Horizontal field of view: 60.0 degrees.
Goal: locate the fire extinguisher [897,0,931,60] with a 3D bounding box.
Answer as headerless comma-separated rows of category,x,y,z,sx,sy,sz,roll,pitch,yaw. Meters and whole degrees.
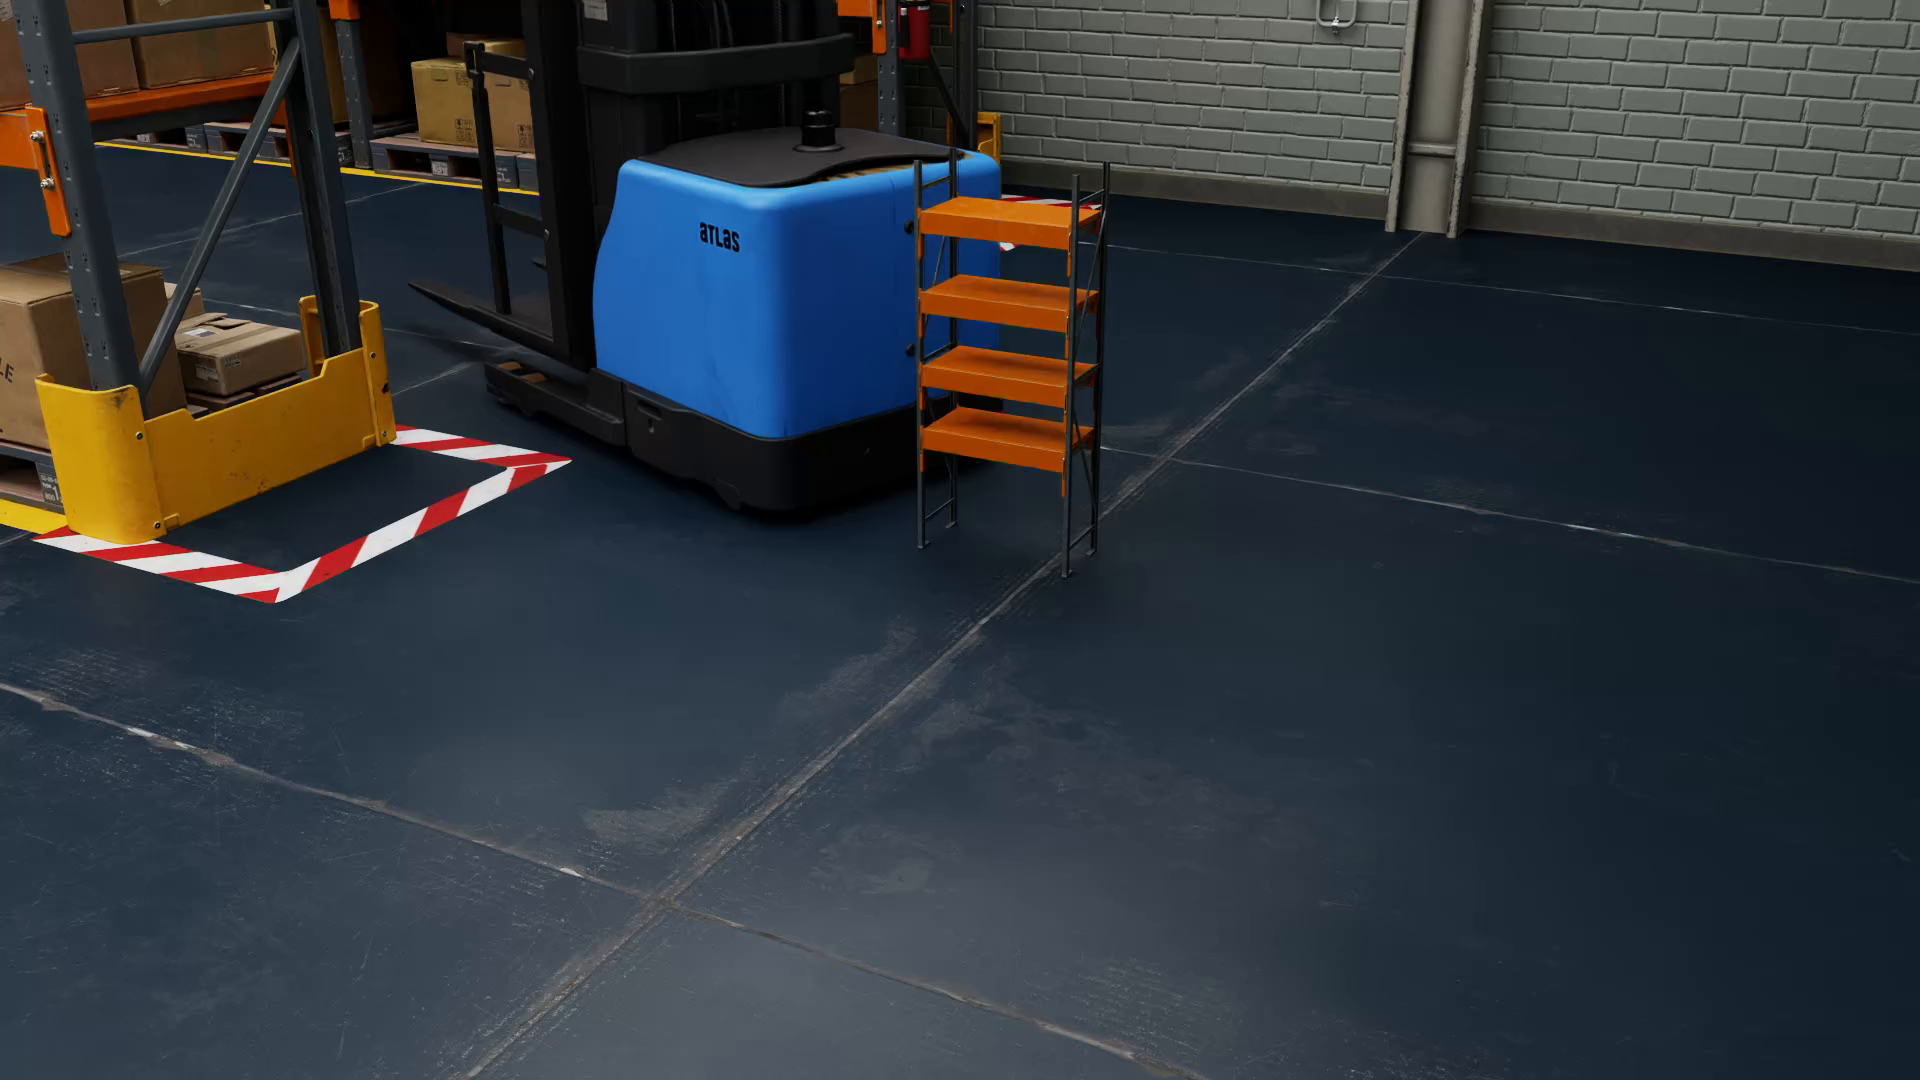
fire extinguisher,-0.246,-2.912,8.840,0.183,0.674,0.296,11,25,25

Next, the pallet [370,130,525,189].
pallet,-3.098,-2.569,11.021,1.213,0.211,1.003,11,25,25

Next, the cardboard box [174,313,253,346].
cardboard box,-2.845,-0.713,6.152,0.250,0.166,0.380,11,25,25

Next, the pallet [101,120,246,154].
pallet,-5.557,-3.055,12.164,1.213,0.211,1.003,11,25,25

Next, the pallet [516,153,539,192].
pallet,-2.006,-2.354,10.515,1.213,0.211,1.003,11,25,25

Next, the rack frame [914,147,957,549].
rack frame,-0.070,-0.566,5.048,0.015,1.200,0.240,11,25,25

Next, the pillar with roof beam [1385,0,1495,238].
pillar with roof beam,0.685,-4.390,4.074,0.400,9.000,9.100,11,25,25

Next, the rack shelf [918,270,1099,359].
rack shelf,0.148,-0.667,4.885,0.480,0.148,0.258,11,25,25

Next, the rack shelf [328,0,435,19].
rack shelf,-5.527,-4.036,11.826,4.000,0.370,1.077,11,25,25

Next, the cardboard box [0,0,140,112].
cardboard box,-2.926,-1.607,5.067,0.500,0.500,0.500,12,26,26

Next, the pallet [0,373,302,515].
pallet,-3.183,-0.447,6.032,1.213,0.211,1.003,11,25,25

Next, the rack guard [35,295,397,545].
rack guard,-2.472,-0.440,5.645,0.348,0.500,1.175,11,25,25

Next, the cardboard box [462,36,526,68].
cardboard box,-2.897,-3.063,10.448,0.250,0.149,0.380,12,26,26

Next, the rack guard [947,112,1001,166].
rack guard,-0.151,-2.153,9.673,0.348,0.500,1.175,11,25,25

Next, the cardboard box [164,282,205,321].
cardboard box,-3.207,-0.797,6.243,0.500,0.250,0.500,11,25,25

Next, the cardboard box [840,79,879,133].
cardboard box,-0.842,-2.439,9.809,0.500,0.500,0.700,11,25,25

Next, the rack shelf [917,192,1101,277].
rack shelf,0.148,-0.885,4.793,0.480,0.148,0.258,11,25,25

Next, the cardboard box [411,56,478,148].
cardboard box,-3.121,-2.889,10.867,0.500,0.500,0.700,12,26,25

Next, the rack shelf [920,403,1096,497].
rack shelf,0.148,-0.278,5.050,0.480,0.148,0.258,11,25,25

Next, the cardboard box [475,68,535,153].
cardboard box,-2.674,-2.799,10.656,0.500,0.500,0.700,11,25,24

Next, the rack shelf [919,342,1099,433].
rack shelf,0.148,-0.461,4.973,0.480,0.148,0.258,11,25,25

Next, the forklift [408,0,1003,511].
forklift,-1.201,-1.937,6.058,1.130,2.935,3.031,-19,30,-38

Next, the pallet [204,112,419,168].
pallet,-4.464,-2.840,11.659,1.213,0.211,1.003,11,25,25

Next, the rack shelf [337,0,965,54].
rack shelf,-1.957,-3.329,10.165,4.000,0.370,1.077,11,25,25

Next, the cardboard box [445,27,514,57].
cardboard box,-3.160,-3.282,10.963,0.250,0.149,0.380,11,25,24

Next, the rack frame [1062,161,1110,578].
rack frame,0.365,-0.480,4.845,0.015,1.200,0.240,11,25,25

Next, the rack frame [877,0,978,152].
rack frame,-0.172,-3.307,9.194,0.127,3.000,1.000,11,25,25

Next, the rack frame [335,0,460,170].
rack frame,-3.742,-4.014,10.855,0.127,3.000,1.000,11,25,25

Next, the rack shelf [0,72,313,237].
rack shelf,-4.189,-1.599,6.095,4.000,0.370,1.077,11,25,25

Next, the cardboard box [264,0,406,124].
cardboard box,-4.380,-3.287,11.356,0.750,0.750,0.750,12,26,25

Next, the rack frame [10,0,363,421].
rack frame,-2.404,-1.577,5.124,0.127,3.000,1.000,11,25,25

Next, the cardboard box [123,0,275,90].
cardboard box,-2.681,-1.793,5.505,0.500,0.500,0.500,12,26,26

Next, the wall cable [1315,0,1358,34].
wall cable,1.398,-3.879,9.240,1.851,1.984,0.084,11,25,25

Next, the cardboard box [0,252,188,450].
cardboard box,-3.000,-0.639,5.551,0.500,0.500,0.500,11,25,25

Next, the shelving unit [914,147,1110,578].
shelving unit,0.148,-0.523,4.946,0.503,1.200,0.258,11,25,25

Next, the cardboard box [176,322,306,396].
cardboard box,-2.622,-0.661,6.052,0.250,0.149,0.380,11,25,25

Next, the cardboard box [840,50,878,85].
cardboard box,-0.640,-2.785,9.795,0.250,0.149,0.380,11,26,25
